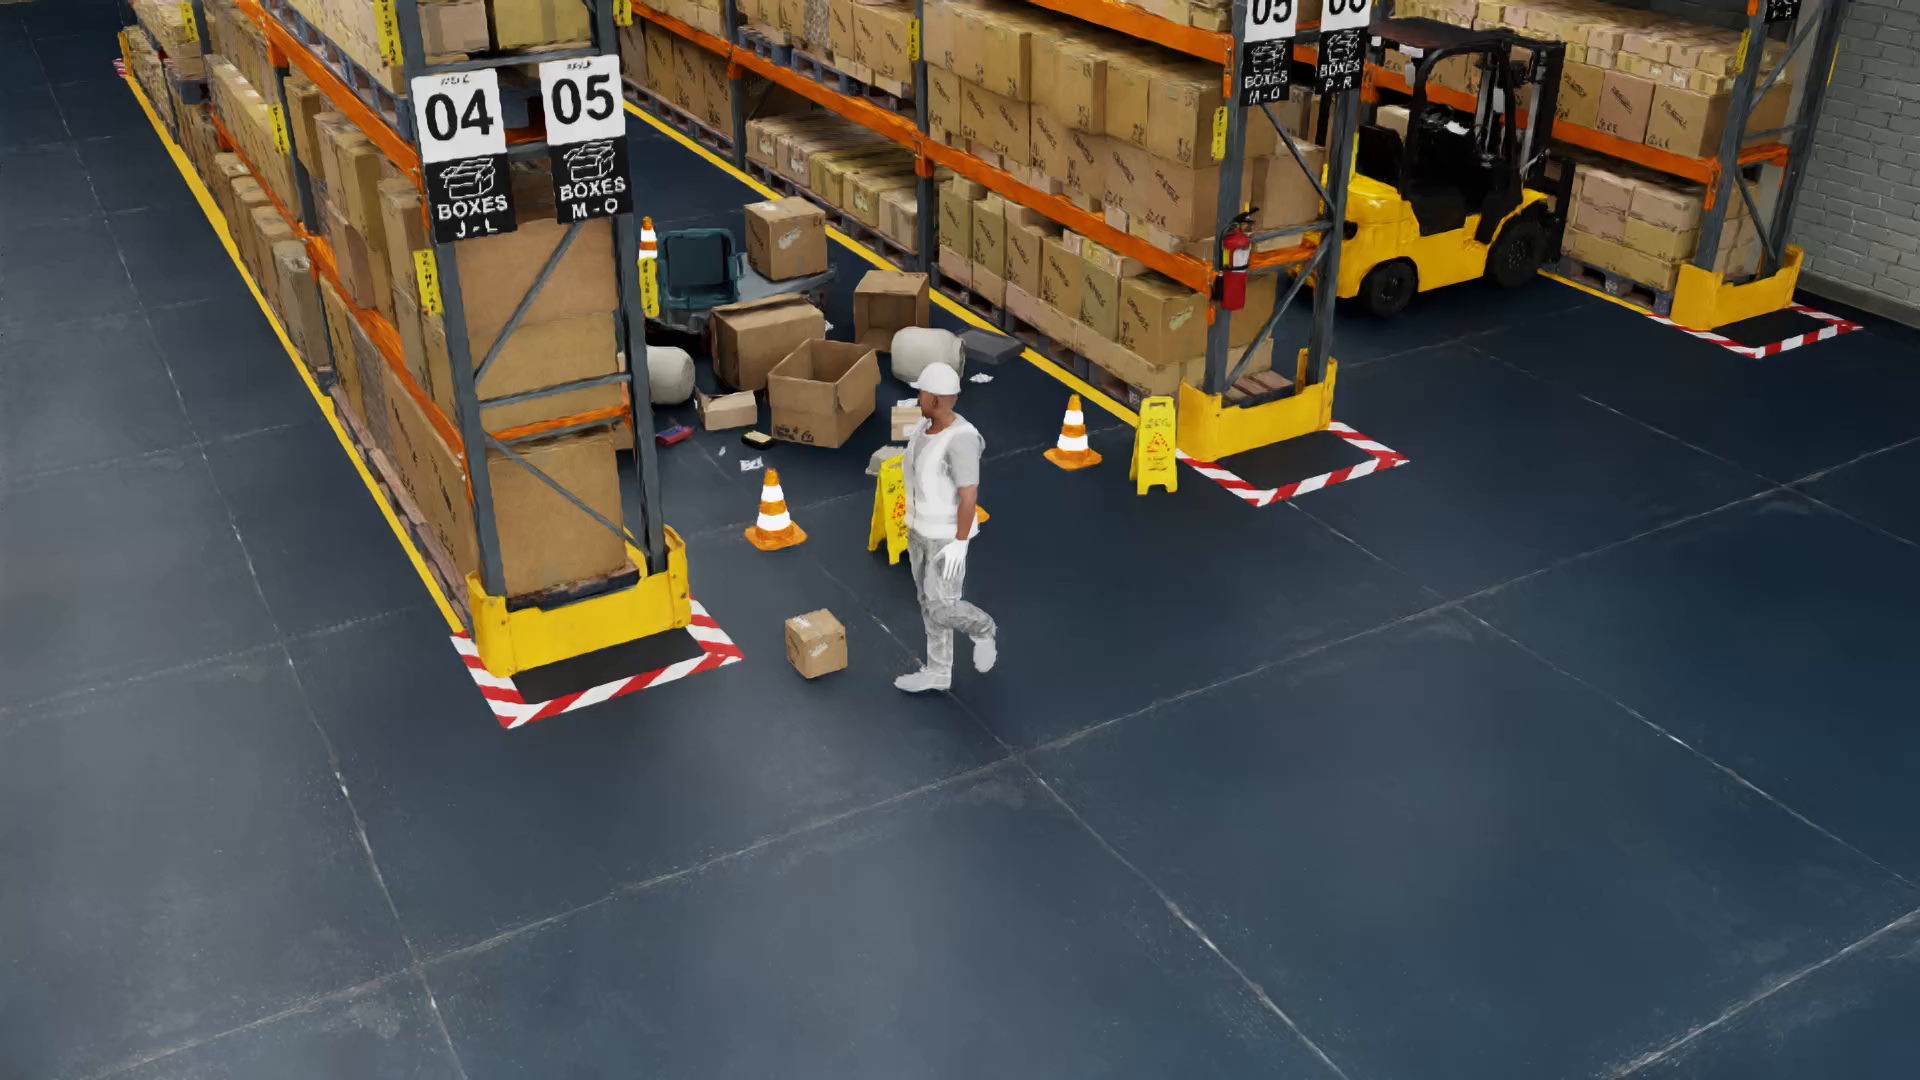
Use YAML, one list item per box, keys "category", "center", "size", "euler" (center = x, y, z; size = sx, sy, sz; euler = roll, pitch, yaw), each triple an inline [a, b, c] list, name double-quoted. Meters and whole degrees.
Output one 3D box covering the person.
- category: "person"
  center: [-0.090, -0.044, 8.640]
  size: [0.612, 1.761, 0.667]
  euler: [-15, 32, -25]
